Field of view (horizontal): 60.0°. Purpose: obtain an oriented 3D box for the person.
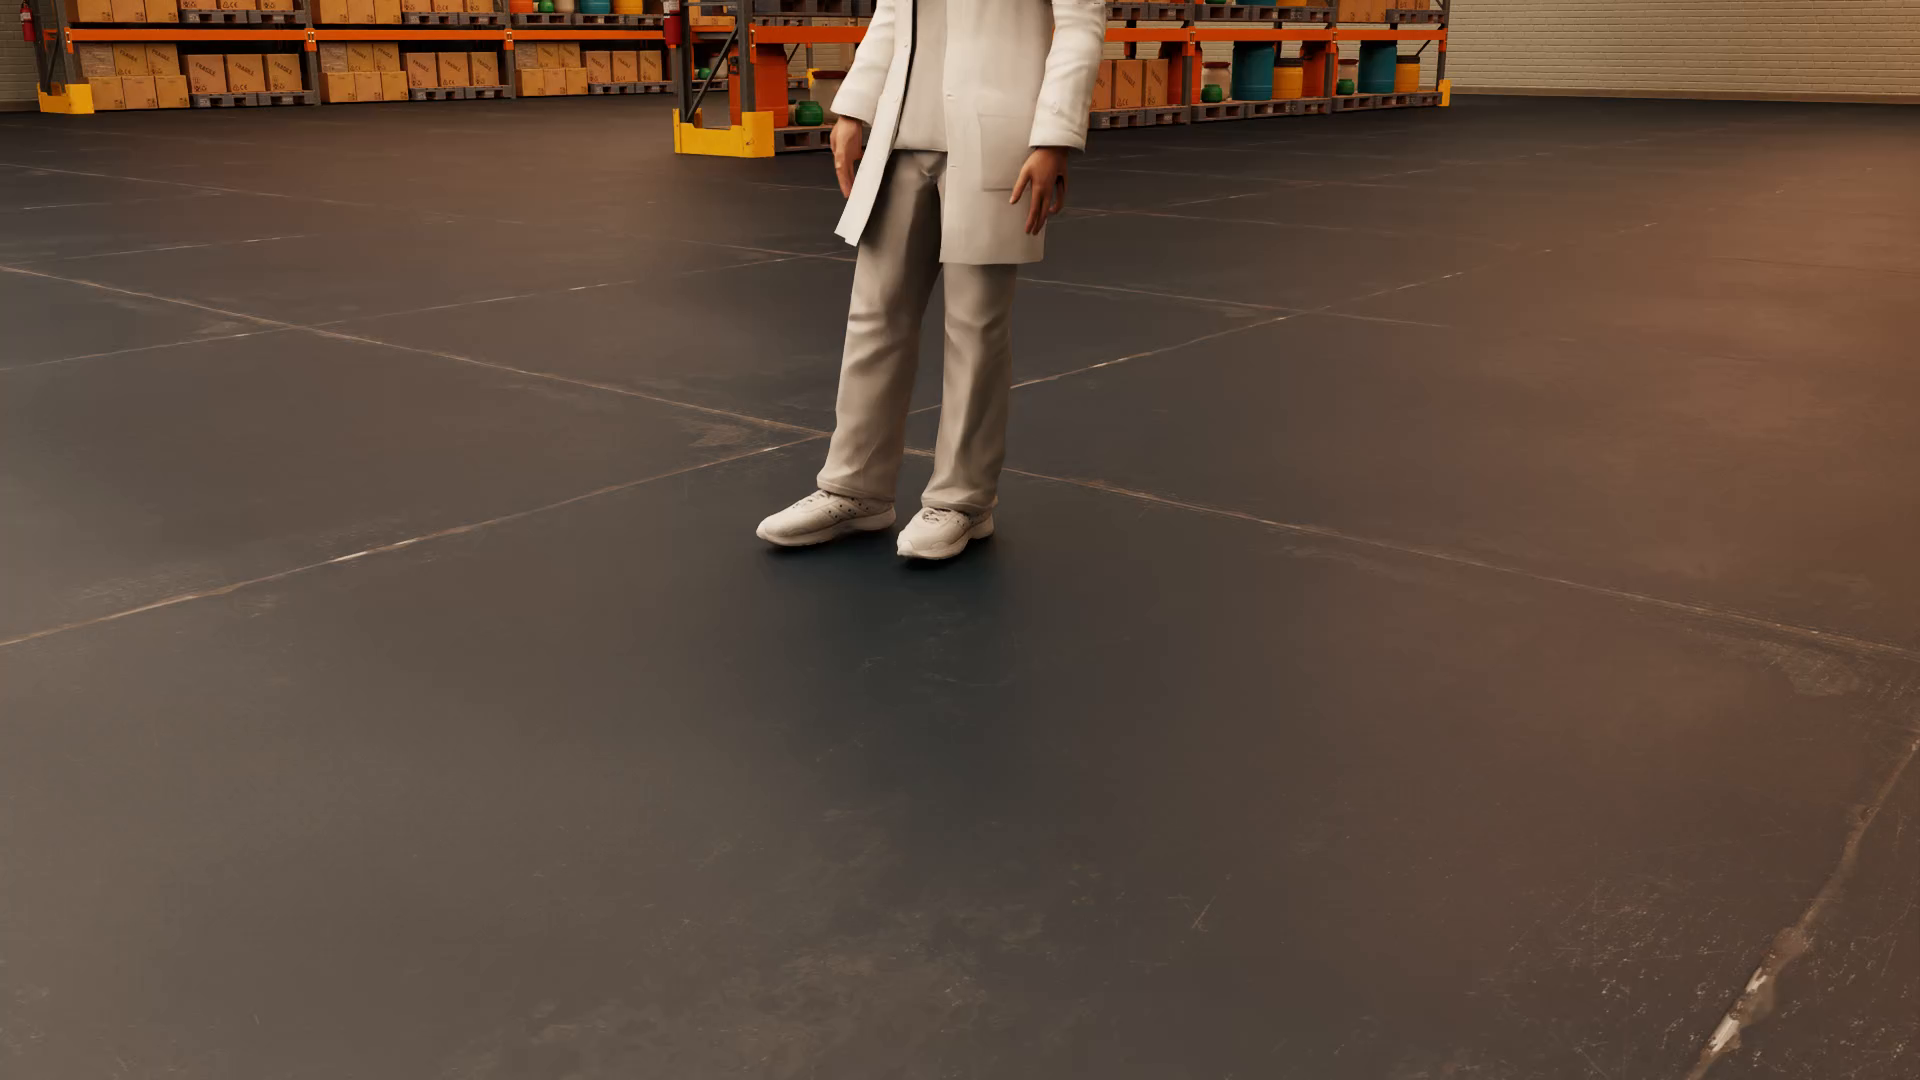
[{"bbox_3d":[-0.061,-0.837,3.616,0.696,1.777,0.578,13,21,37],"label":"person"}]
